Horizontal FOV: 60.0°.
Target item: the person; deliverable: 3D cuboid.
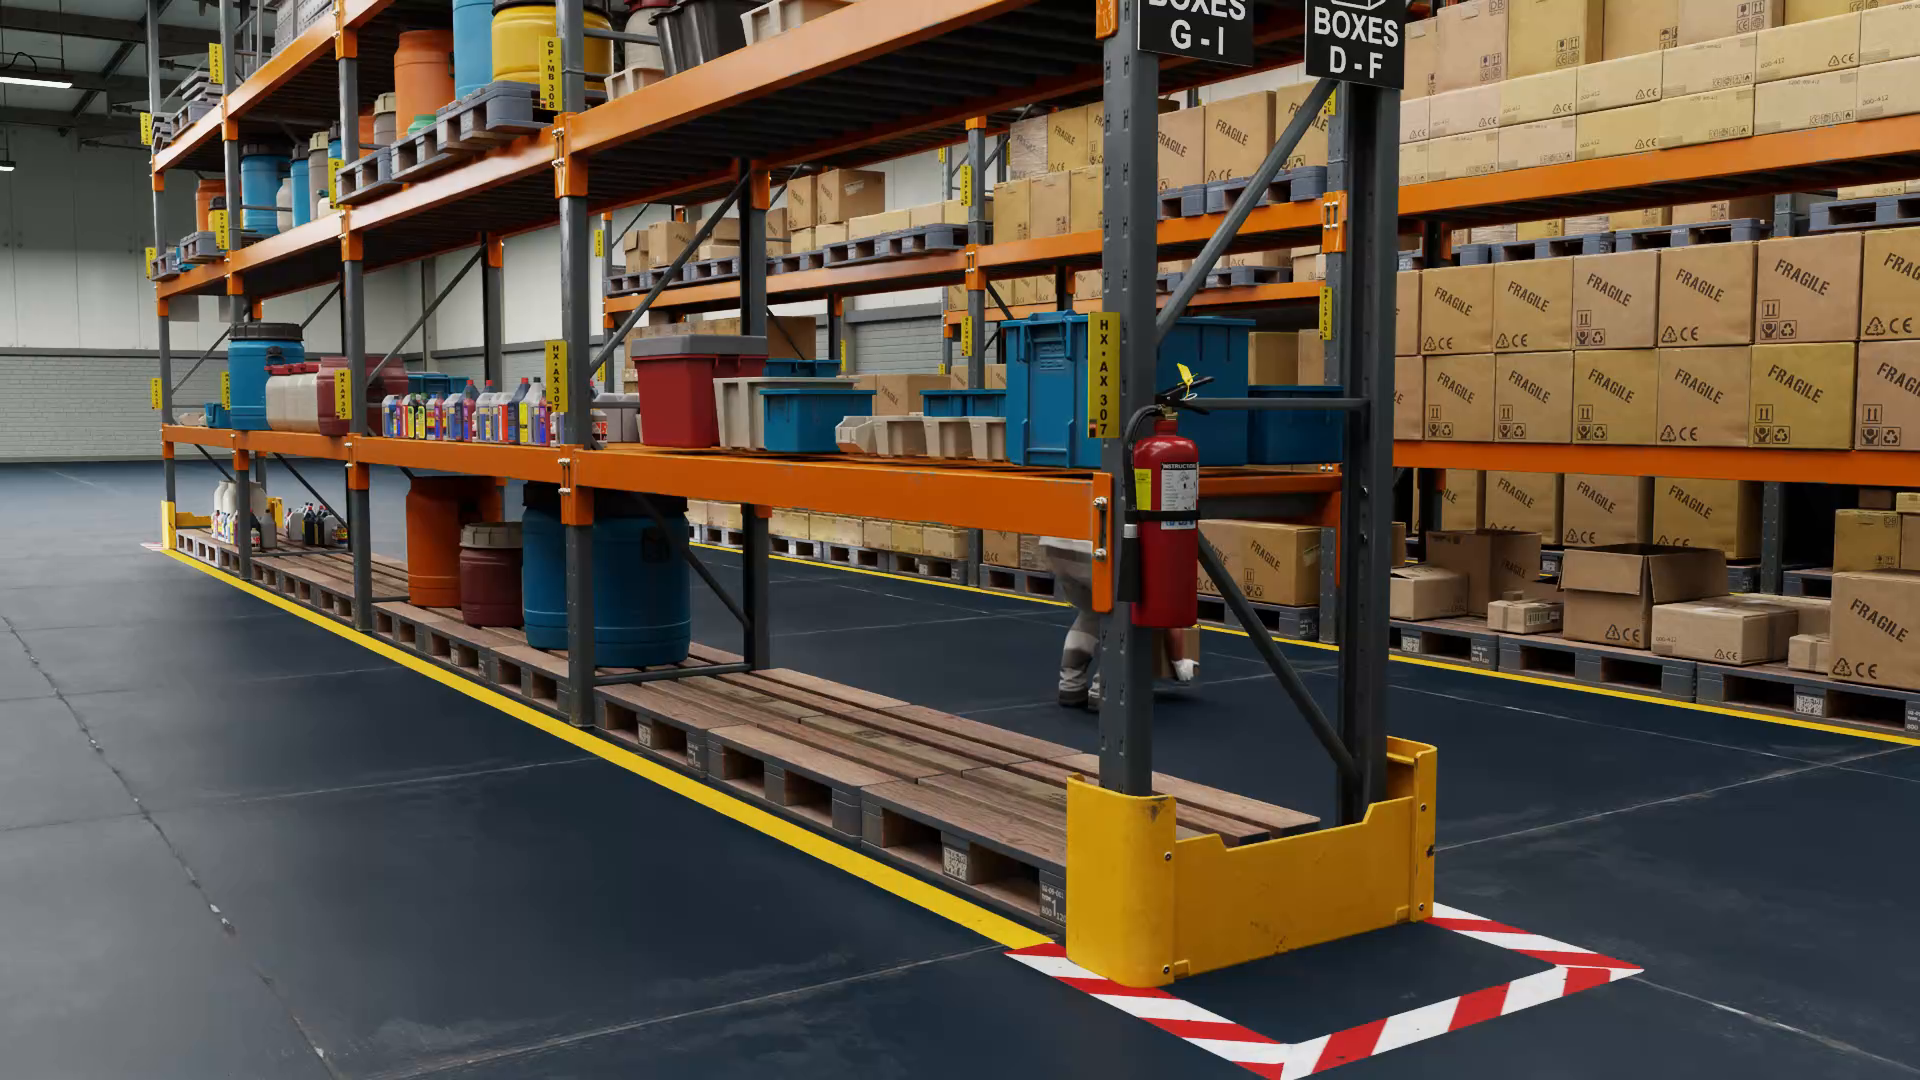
[{"bbox_3d":[0.835,0.316,8.417,0.955,1.023,0.524,-3,6,-36],"label":"person"}]
